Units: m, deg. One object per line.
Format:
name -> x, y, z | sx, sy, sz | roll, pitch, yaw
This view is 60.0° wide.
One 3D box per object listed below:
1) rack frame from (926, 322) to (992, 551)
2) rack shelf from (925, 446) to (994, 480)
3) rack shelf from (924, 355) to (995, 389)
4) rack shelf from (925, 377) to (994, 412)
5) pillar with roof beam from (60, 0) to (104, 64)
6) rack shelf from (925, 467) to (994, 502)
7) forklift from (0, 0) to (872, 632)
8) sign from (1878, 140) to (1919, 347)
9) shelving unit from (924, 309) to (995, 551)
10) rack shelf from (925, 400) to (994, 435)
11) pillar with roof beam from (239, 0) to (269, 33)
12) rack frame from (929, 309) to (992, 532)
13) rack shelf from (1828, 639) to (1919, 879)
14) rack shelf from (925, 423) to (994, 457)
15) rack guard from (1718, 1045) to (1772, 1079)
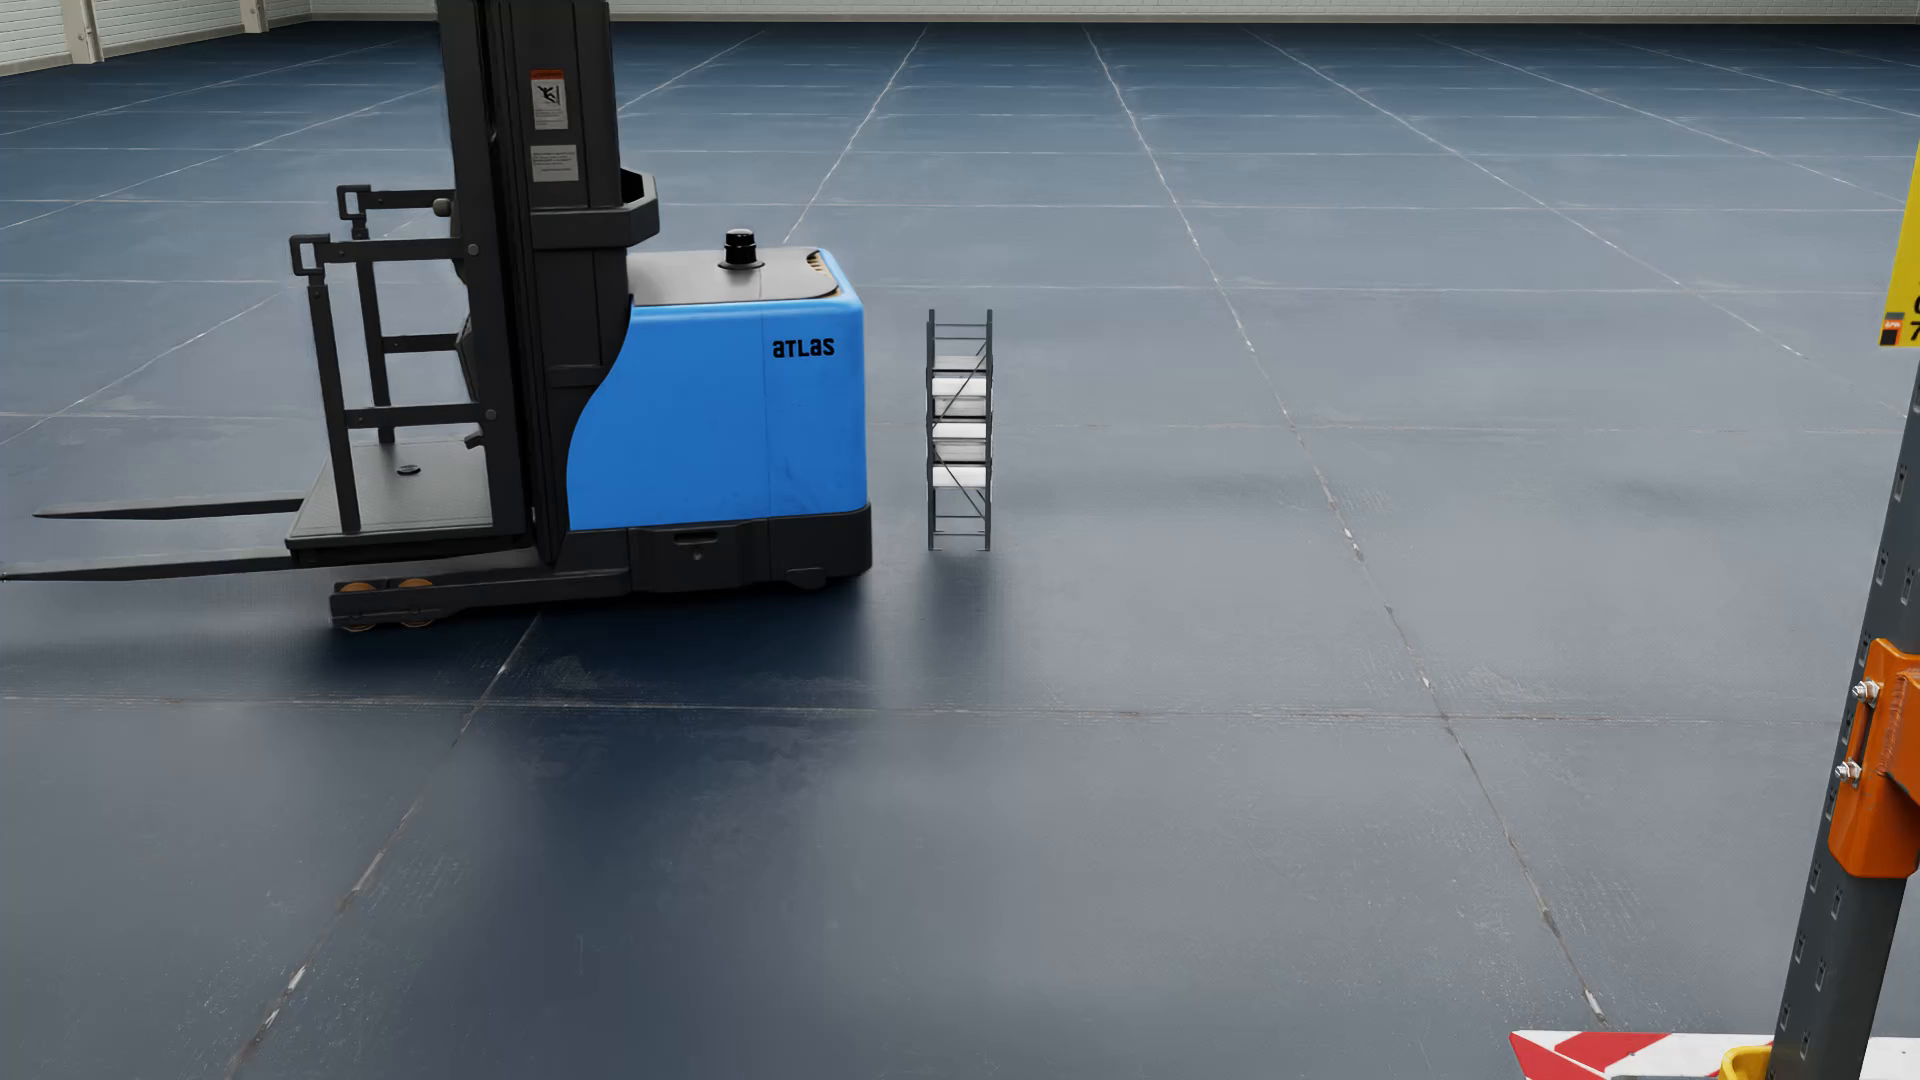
rack frame -> -0.003, -0.380, 6.264 | 0.240, 0.900, 0.006 | 1, 21, 2
rack shelf -> 0.000, -0.302, 6.403 | 0.258, 0.077, 0.200 | 1, 21, 2
rack shelf -> 0.000, -0.637, 6.273 | 0.258, 0.077, 0.200 | 1, 21, 2
rack shelf -> 0.000, -0.553, 6.306 | 0.258, 0.077, 0.200 | 1, 21, 2
pillar with roof beam -> -8.873, -11.362, 23.371 | 9.100, 9.000, 0.400 | 1, 21, 2
rack shelf -> 0.000, -0.218, 6.436 | 0.258, 0.077, 0.200 | 1, 21, 2
forklift -> -1.891, -1.258, 5.719 | 3.031, 2.935, 1.130 | -4, 22, -10
sign -> 1.341, -0.424, 2.278 | 0.100, 0.325, 0.005 | 1, 21, 2
shelving unit -> 0.000, -0.417, 6.359 | 0.258, 0.900, 0.210 | 1, 21, 2
rack shelf -> 0.000, -0.469, 6.338 | 0.258, 0.077, 0.200 | 1, 21, 2
pillar with roof beam -> -8.690, -13.531, 28.962 | 9.100, 9.000, 0.400 | 1, 21, 2
rack frame -> 0.003, -0.453, 6.453 | 0.240, 0.900, 0.006 | 1, 21, 2
rack shelf -> 1.822, 1.044, 0.685 | 1.077, 0.370, 4.000 | 1, 21, 2
rack shelf -> 0.000, -0.386, 6.371 | 0.258, 0.077, 0.200 | 1, 21, 2
rack guard -> 1.881, 1.179, 2.800 | 1.175, 0.500, 0.348 | 1, 21, 2
